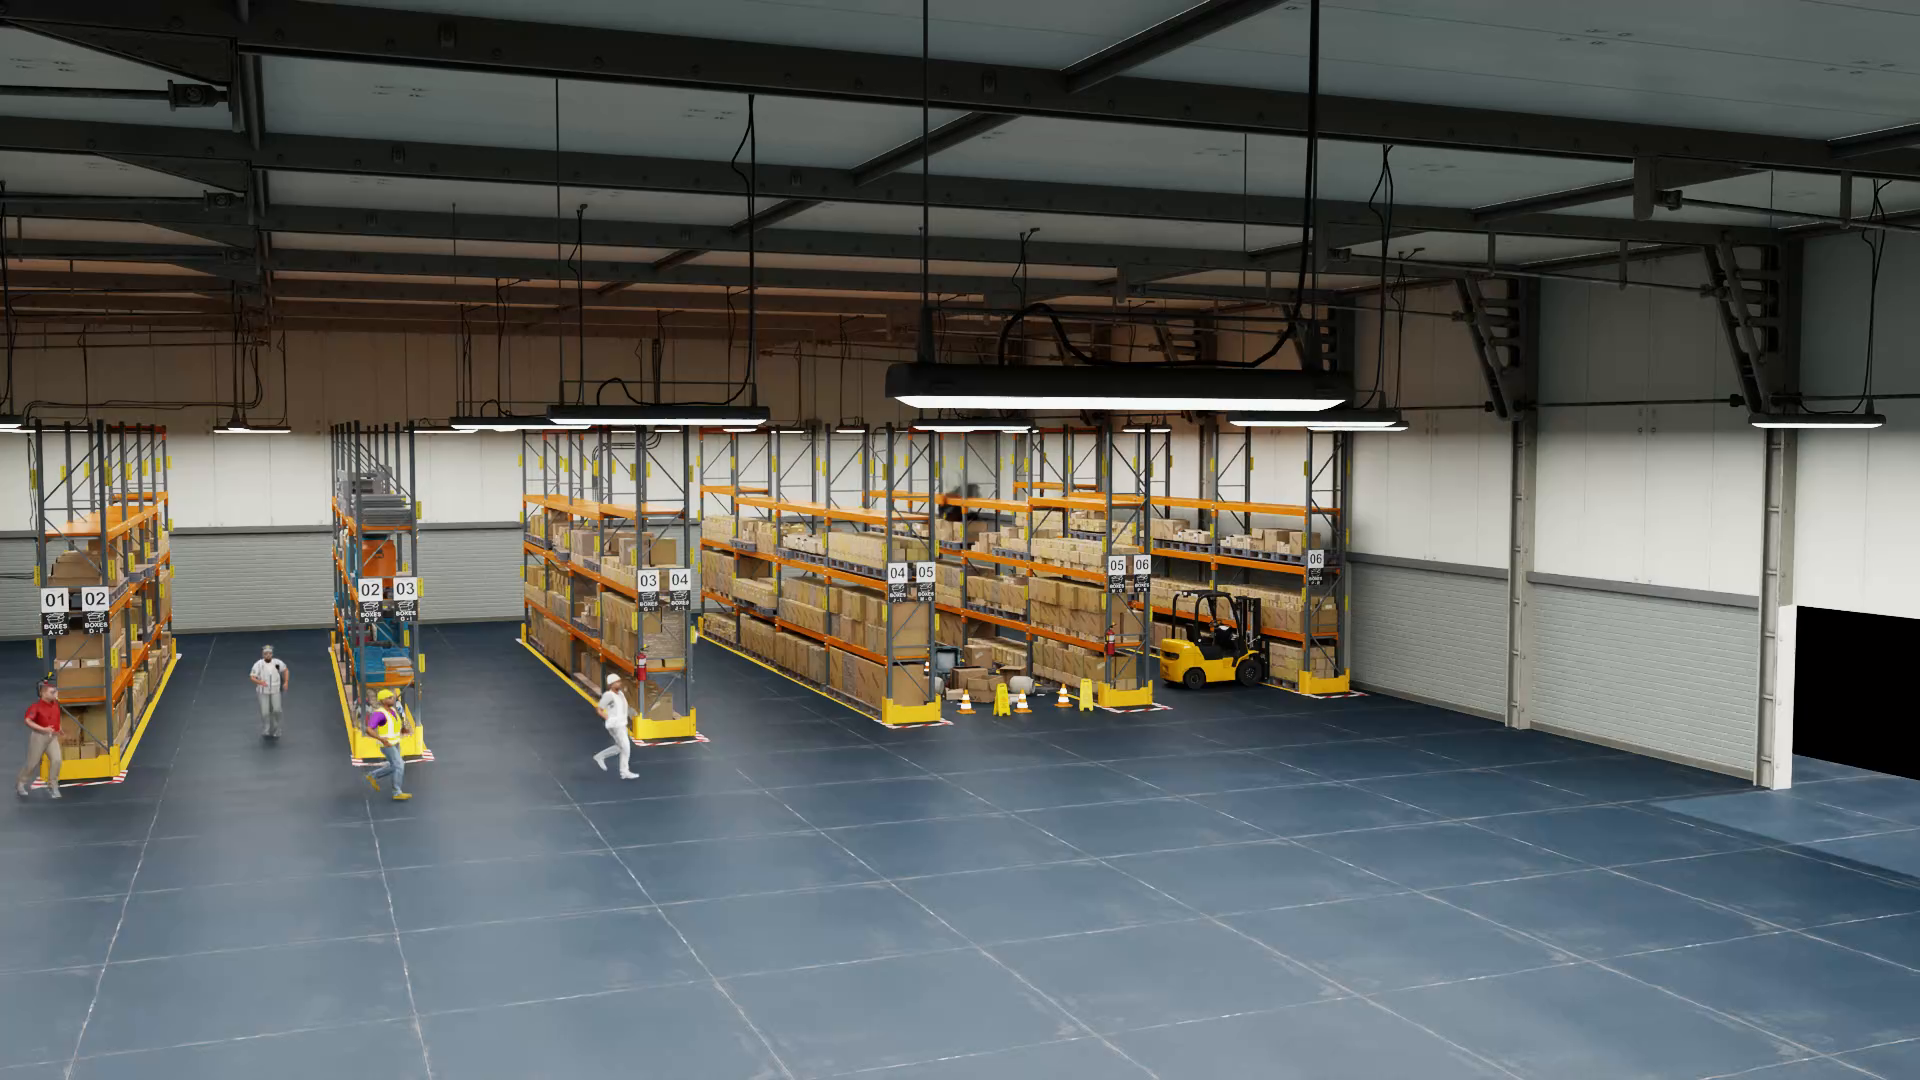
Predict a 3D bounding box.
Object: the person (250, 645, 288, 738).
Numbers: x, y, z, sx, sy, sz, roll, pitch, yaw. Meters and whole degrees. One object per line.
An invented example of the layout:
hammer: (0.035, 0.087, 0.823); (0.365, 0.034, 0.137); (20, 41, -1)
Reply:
person: (-13.050, 2.890, 31.471); (0.693, 1.812, 0.702); (-2, 4, -28)

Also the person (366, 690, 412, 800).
person: (-9.032, 3.222, 26.206); (0.795, 1.730, 0.712); (0, 4, 6)

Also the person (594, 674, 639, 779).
person: (-5.771, 3.109, 27.796); (0.839, 1.748, 0.697); (1, 4, 11)

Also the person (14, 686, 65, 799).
person: (-14.556, 3.213, 26.493); (0.814, 1.764, 0.724); (1, 4, 21)

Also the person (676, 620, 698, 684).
person: (-6.401, 2.455, 38.810); (0.638, 1.715, 0.818); (-2, 4, -30)
